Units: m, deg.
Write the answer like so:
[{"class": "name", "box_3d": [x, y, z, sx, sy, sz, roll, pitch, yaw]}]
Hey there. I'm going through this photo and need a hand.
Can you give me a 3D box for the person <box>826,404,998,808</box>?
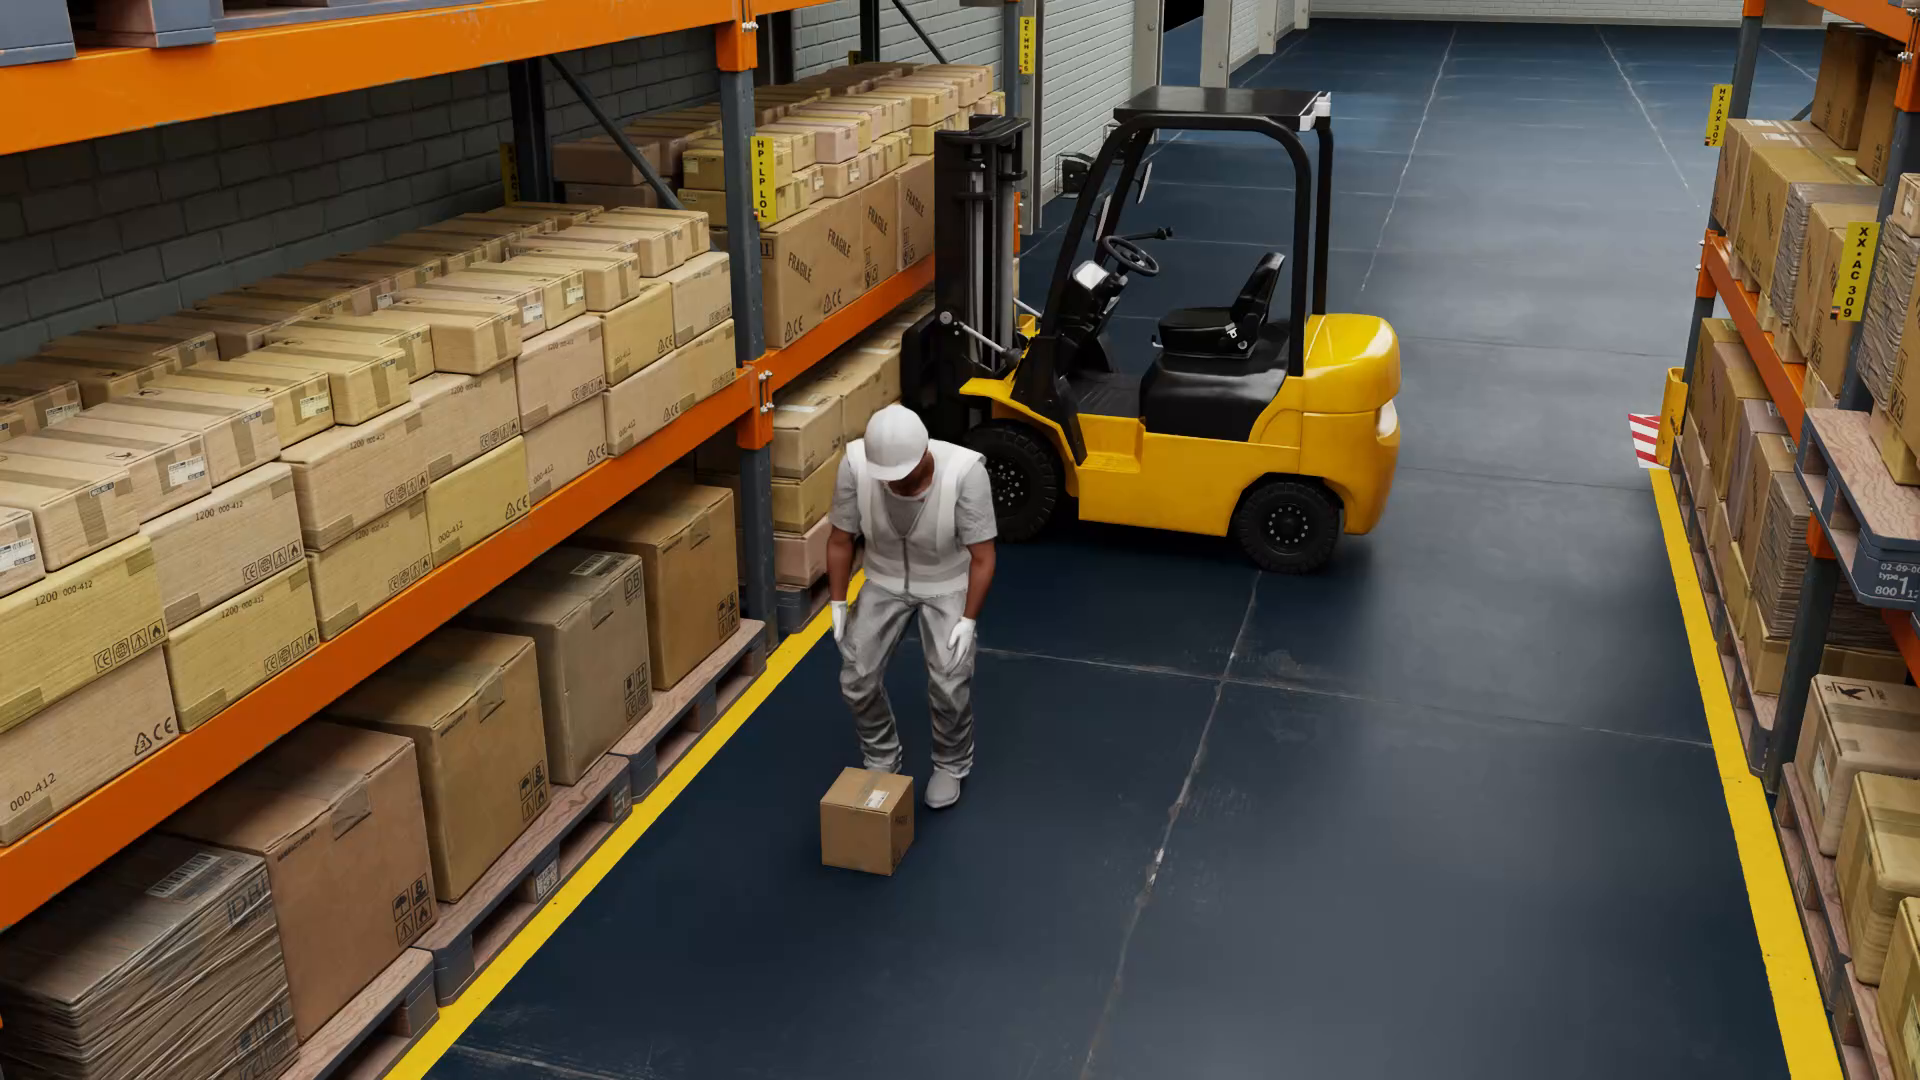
[{"class": "person", "box_3d": [-0.149, 0.211, 5.848, 0.606, 1.550, 0.674, 7, 23, 16]}]
